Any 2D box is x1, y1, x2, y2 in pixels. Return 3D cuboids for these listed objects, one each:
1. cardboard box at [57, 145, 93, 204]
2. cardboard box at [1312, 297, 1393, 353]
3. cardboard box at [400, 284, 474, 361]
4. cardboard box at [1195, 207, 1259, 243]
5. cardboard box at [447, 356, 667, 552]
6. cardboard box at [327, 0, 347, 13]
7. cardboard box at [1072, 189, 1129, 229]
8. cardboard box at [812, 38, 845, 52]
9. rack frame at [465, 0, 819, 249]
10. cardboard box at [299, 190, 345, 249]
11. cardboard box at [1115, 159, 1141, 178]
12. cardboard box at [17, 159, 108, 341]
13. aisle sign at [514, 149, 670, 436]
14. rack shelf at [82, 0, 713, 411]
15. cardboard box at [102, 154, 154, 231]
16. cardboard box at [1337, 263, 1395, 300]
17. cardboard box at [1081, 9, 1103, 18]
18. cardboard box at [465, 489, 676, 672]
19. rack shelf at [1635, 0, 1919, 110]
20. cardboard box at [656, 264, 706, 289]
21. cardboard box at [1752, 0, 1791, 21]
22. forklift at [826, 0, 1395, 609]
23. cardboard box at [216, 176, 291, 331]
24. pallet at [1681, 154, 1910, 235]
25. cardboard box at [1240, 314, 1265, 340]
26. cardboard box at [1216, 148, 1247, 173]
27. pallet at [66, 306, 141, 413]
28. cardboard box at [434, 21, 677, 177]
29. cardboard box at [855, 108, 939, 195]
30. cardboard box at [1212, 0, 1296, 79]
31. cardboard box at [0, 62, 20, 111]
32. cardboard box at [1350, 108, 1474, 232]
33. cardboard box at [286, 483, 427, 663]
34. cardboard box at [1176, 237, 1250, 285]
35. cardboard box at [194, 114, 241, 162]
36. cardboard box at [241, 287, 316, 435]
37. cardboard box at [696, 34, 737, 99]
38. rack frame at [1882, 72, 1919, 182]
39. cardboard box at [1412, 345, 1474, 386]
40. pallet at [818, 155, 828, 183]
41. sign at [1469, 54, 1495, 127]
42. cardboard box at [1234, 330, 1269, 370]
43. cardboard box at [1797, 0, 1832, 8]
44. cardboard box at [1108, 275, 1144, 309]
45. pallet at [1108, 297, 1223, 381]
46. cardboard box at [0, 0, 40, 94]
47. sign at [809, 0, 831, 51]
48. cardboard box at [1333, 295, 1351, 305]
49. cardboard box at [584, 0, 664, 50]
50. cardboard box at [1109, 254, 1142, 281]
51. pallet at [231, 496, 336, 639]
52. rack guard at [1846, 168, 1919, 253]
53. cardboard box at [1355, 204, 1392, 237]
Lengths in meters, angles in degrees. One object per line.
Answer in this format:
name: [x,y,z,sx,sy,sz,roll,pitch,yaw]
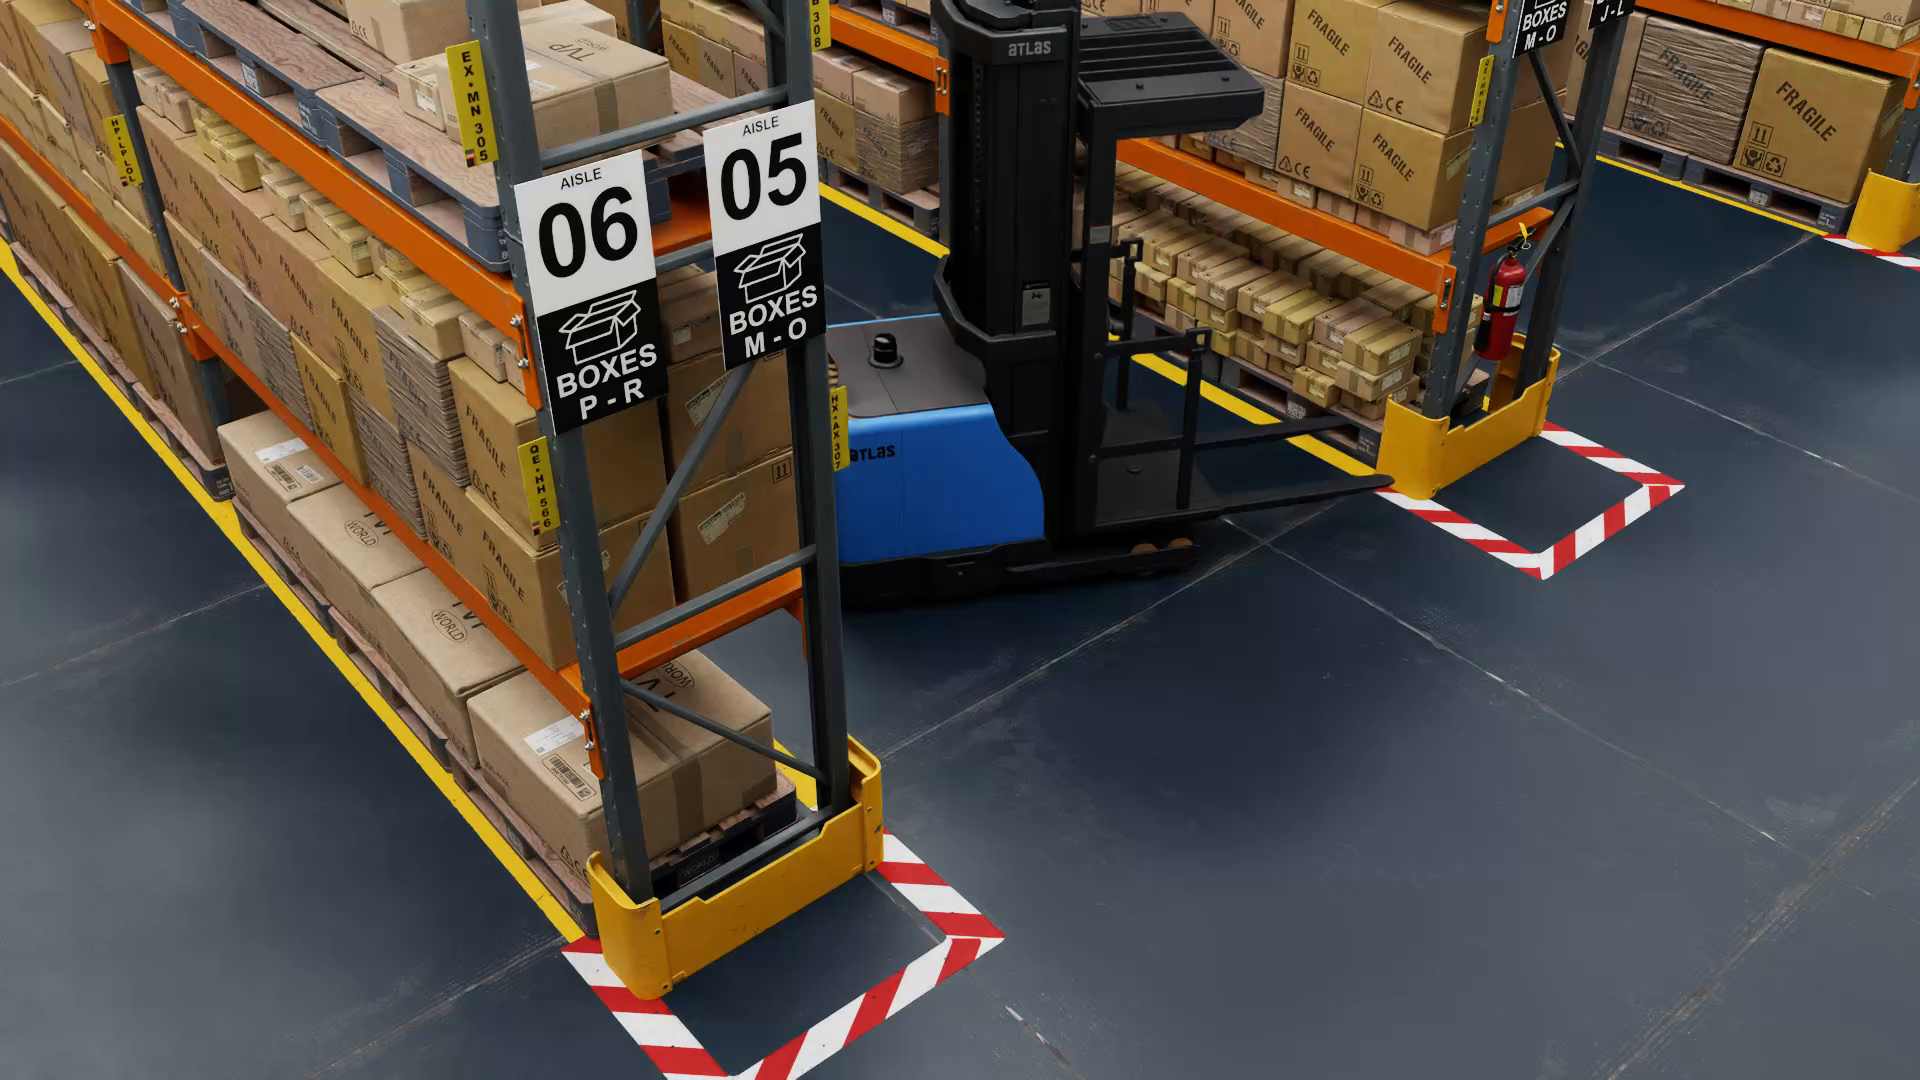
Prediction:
cardboard box: [-4.559,-2.054,9.085,0.500,0.250,0.500,-27,44,-33]
cardboard box: [2.205,-1.203,9.343,0.380,0.149,0.250,-25,42,-31]
cardboard box: [-1.655,-0.773,5.634,0.380,0.149,0.250,-26,43,-32]
cardboard box: [1.681,-1.938,10.381,0.380,0.149,0.250,-26,43,-32]
cardboard box: [-1.350,-0.363,5.616,0.500,0.500,0.500,-25,42,-30]
cardboard box: [-2.044,-2.213,6.049,0.500,0.500,0.500,-25,42,-31]
cardboard box: [0.861,-2.124,10.644,0.380,0.149,0.250,-27,43,-33]
cardboard box: [-1.070,-3.598,12.287,0.500,0.250,0.500,-28,44,-34]
rack frame: [-0.857,-2.238,4.025,1.000,3.000,0.127,-26,43,-32]
cardboard box: [-2.262,-1.253,6.312,0.380,0.149,0.250,-25,42,-30]
cardboard box: [1.067,-2.432,11.078,0.380,0.149,0.250,-26,43,-32]
cardboard box: [-5.065,-1.895,10.206,0.875,0.875,0.875,-25,43,-31]
aisle sign: [-1.048,-0.703,4.799,0.394,0.787,0.004,-26,43,-32]
rack shelf: [-2.148,-1.603,6.347,1.077,0.370,4.000,-26,43,-32]
cardboard box: [-3.909,-1.803,8.298,0.500,0.250,0.500,-26,43,-32]
cardboard box: [2.446,-1.525,9.798,0.380,0.149,0.250,-26,43,-32]
cardboard box: [1.027,-2.845,9.728,0.500,0.500,0.500,-27,43,-33]
cardboard box: [-1.371,0.055,5.891,0.500,0.500,0.500,-26,43,-32]
rack shelf: [5.422,-4.075,12.433,1.077,0.370,4.000,-26,43,-32]
cardboard box: [-1.098,-0.852,5.747,0.380,0.149,0.250,-25,42,-31]
cardboard box: [5.740,-3.754,11.574,0.380,0.149,0.250,-25,42,-31]
forklift: [0.730,-1.303,7.955,3.031,2.935,1.130,-8,36,-11]
cardboard box: [-2.673,-1.248,6.867,0.500,0.500,0.500,-25,42,-31]
pallet: [6.137,-2.672,12.241,1.003,0.211,1.213,-26,43,-32]
cardboard box: [1.869,-1.322,9.769,0.380,0.149,0.250,-27,43,-32]
cardboard box: [1.669,-2.218,9.405,0.380,0.149,0.250,-28,44,-34]
pallet: [-4.786,-1.269,10.261,1.003,0.211,1.213,-26,43,-32]
cardboard box: [-1.216,-1.330,5.018,0.500,0.250,0.500,30,45,35]
cardboard box: [-0.392,-2.831,11.852,0.500,0.500,0.500,-27,43,-33]
cardboard box: [1.704,-2.810,8.814,0.500,0.500,0.500,-24,42,-30]
cardboard box: [-5.237,-2.696,9.559,0.500,0.250,0.500,-26,43,-32]
cardboard box: [2.372,-1.945,8.459,0.500,0.500,0.500,-25,42,-31]
cardboard box: [-2.537,0.031,7.866,0.875,0.438,0.875,-27,44,-33]
cardboard box: [1.521,-1.663,9.993,0.380,0.149,0.250,-28,44,-33]
cardboard box: [-2.945,-1.696,6.938,0.380,0.149,0.250,-26,43,-32]
cardboard box: [-2.698,-0.846,7.164,0.500,0.500,0.500,-26,43,-32]
cardboard box: [-1.715,-3.736,13.130,0.500,0.500,0.500,-25,43,-31]
rack frame: [6.713,-3.486,10.978,1.000,3.000,0.127,-26,43,-32]
cardboard box: [2.765,-1.039,9.627,0.380,0.149,0.250,-25,42,-31]
pallet: [-1.017,-3.191,12.974,1.003,0.211,1.213,-26,43,-32]
sign: [2.422,-2.084,7.723,0.100,0.325,0.005,-26,43,-32]
cardboard box: [1.843,-1.172,9.814,0.380,0.149,0.250,-26,43,-31]
cardboard box: [5.871,-3.885,11.414,0.500,0.250,0.500,-27,43,-33]
cardboard box: [1.135,-1.616,10.441,0.380,0.149,0.250,-27,44,-33]
pallet: [1.530,-1.486,10.567,1.003,0.211,1.213,-26,43,-32]
cardboard box: [-4.916,-2.788,9.041,0.500,0.500,0.500,-25,42,-31]
sign: [-0.429,-1.607,4.905,0.100,0.325,0.005,-26,43,-32]
cardboard box: [2.358,-1.354,9.814,0.380,0.149,0.250,-25,43,-31]
cardboard box: [-2.628,-4.768,14.372,1.050,0.750,0.750,-27,43,-32]
cardboard box: [1.130,-1.739,10.357,0.380,0.149,0.250,-26,43,-32]
pallet: [-3.008,-0.053,8.543,1.003,0.211,1.213,-26,43,-32]
rack guard: [6.729,-2.455,11.685,1.175,0.500,0.348,-26,43,-32]
cardboard box: [2.301,-1.740,8.731,0.380,0.149,0.250,-26,43,-32]
